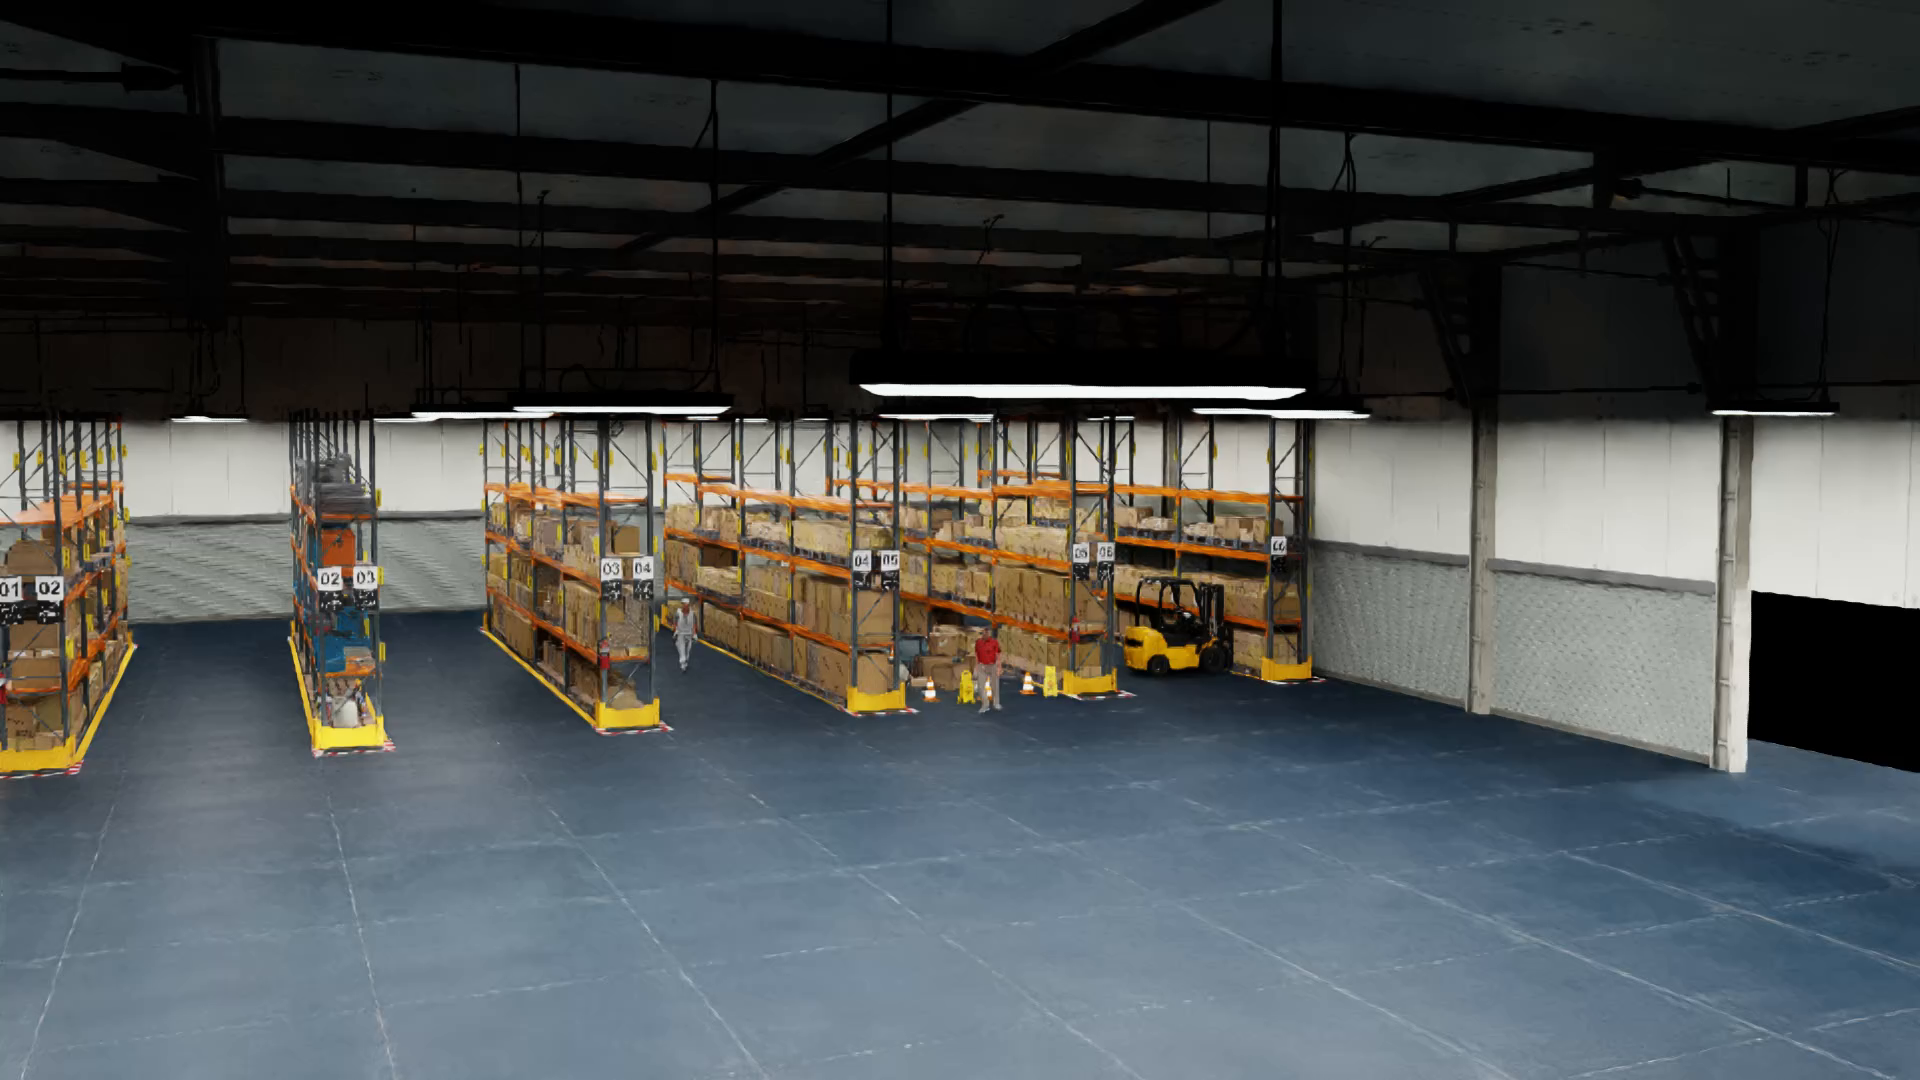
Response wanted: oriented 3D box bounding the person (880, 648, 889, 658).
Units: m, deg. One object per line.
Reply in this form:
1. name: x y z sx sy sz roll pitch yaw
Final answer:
1. person: -2.005 1.997 40.271 0.629 1.773 0.678 0 4 6

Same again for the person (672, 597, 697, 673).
1. person: -6.314 2.168 38.280 0.556 1.704 1.120 -2 4 -21

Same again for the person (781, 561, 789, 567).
1. person: -5.784 1.098 53.662 0.554 1.742 0.735 2 4 25

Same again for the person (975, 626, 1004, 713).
1. person: 0.573 2.554 33.094 0.569 1.714 0.587 1 4 18
